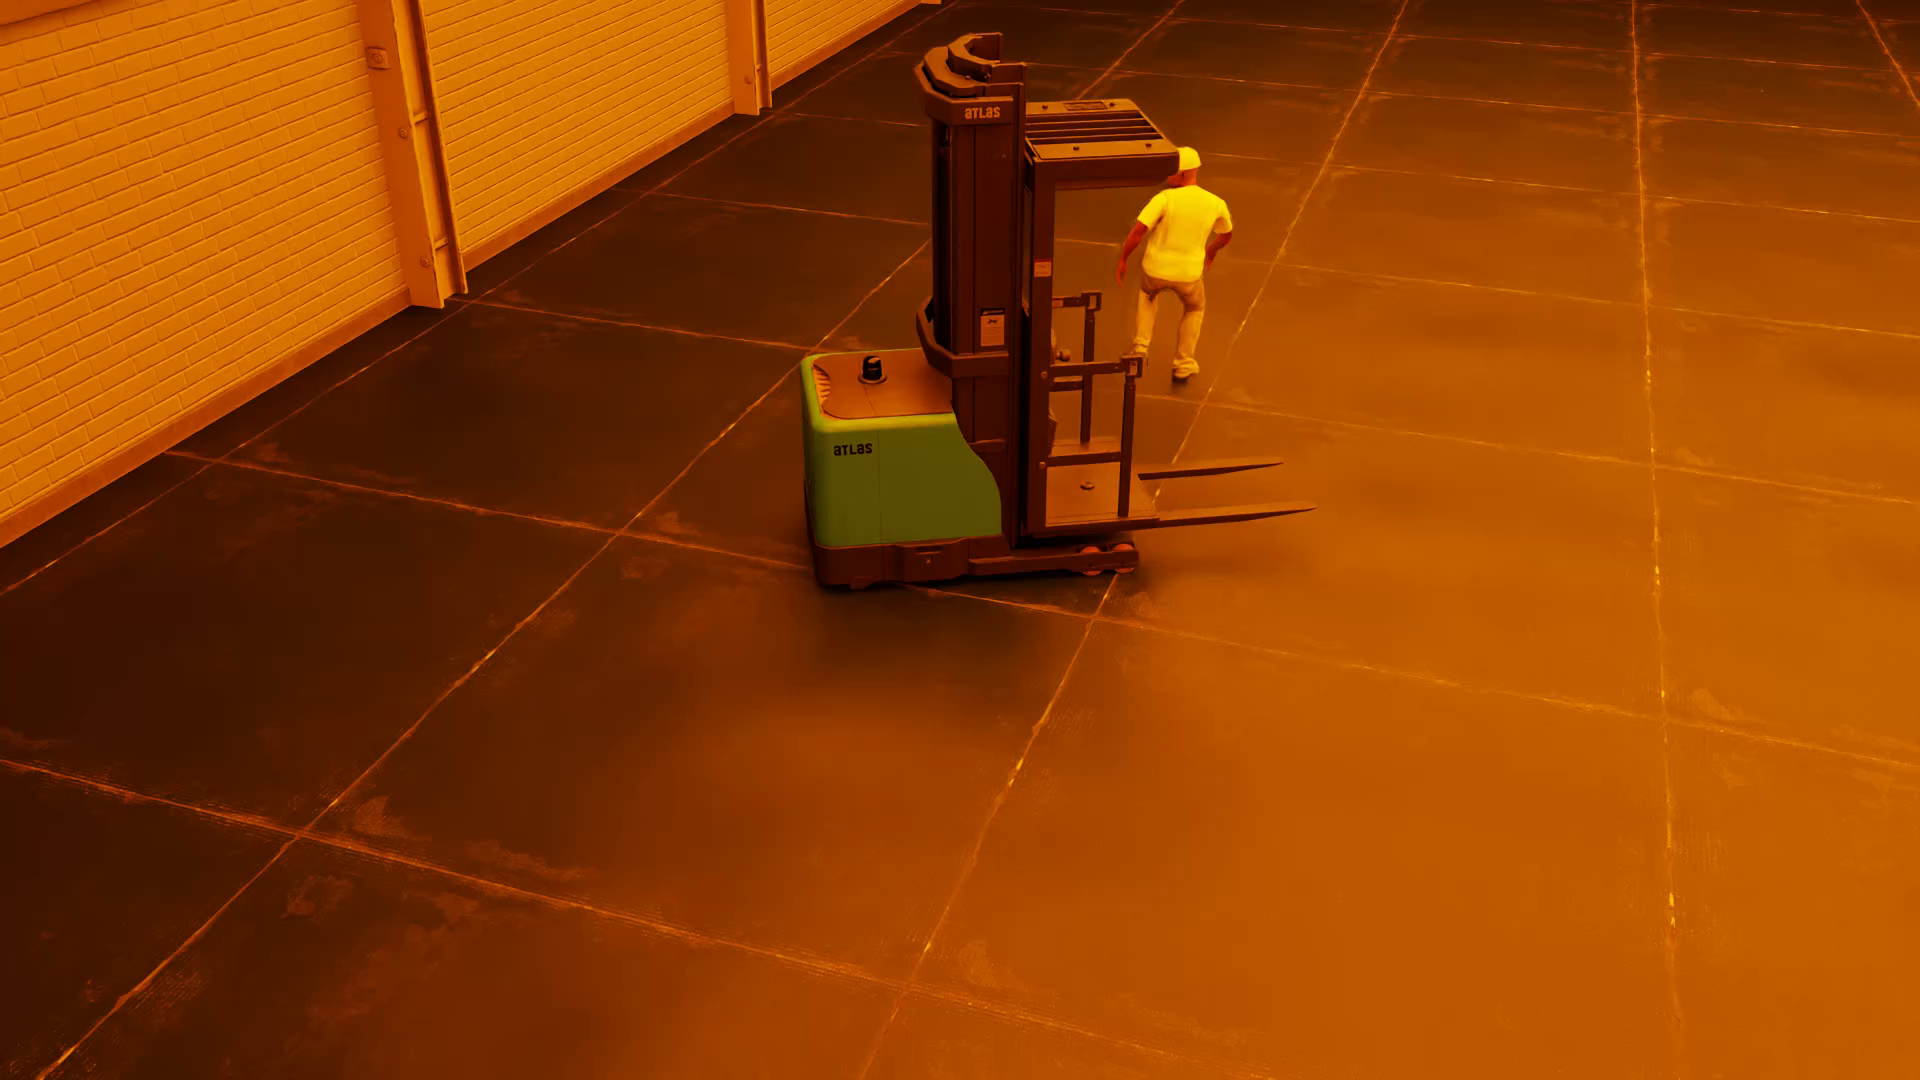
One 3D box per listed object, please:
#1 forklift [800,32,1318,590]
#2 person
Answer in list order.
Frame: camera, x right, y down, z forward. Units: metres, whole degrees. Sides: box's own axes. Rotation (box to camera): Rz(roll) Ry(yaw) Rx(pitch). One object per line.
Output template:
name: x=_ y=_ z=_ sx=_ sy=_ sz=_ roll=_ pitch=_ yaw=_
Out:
forklift: x=0.603 y=-1.321 z=9.453 sx=3.031 sy=2.935 sz=1.130 roll=-5 pitch=30 yaw=-8
person: x=1.518 y=-1.970 z=11.868 sx=0.807 sy=1.675 sz=0.693 roll=3 pitch=30 yaw=6
